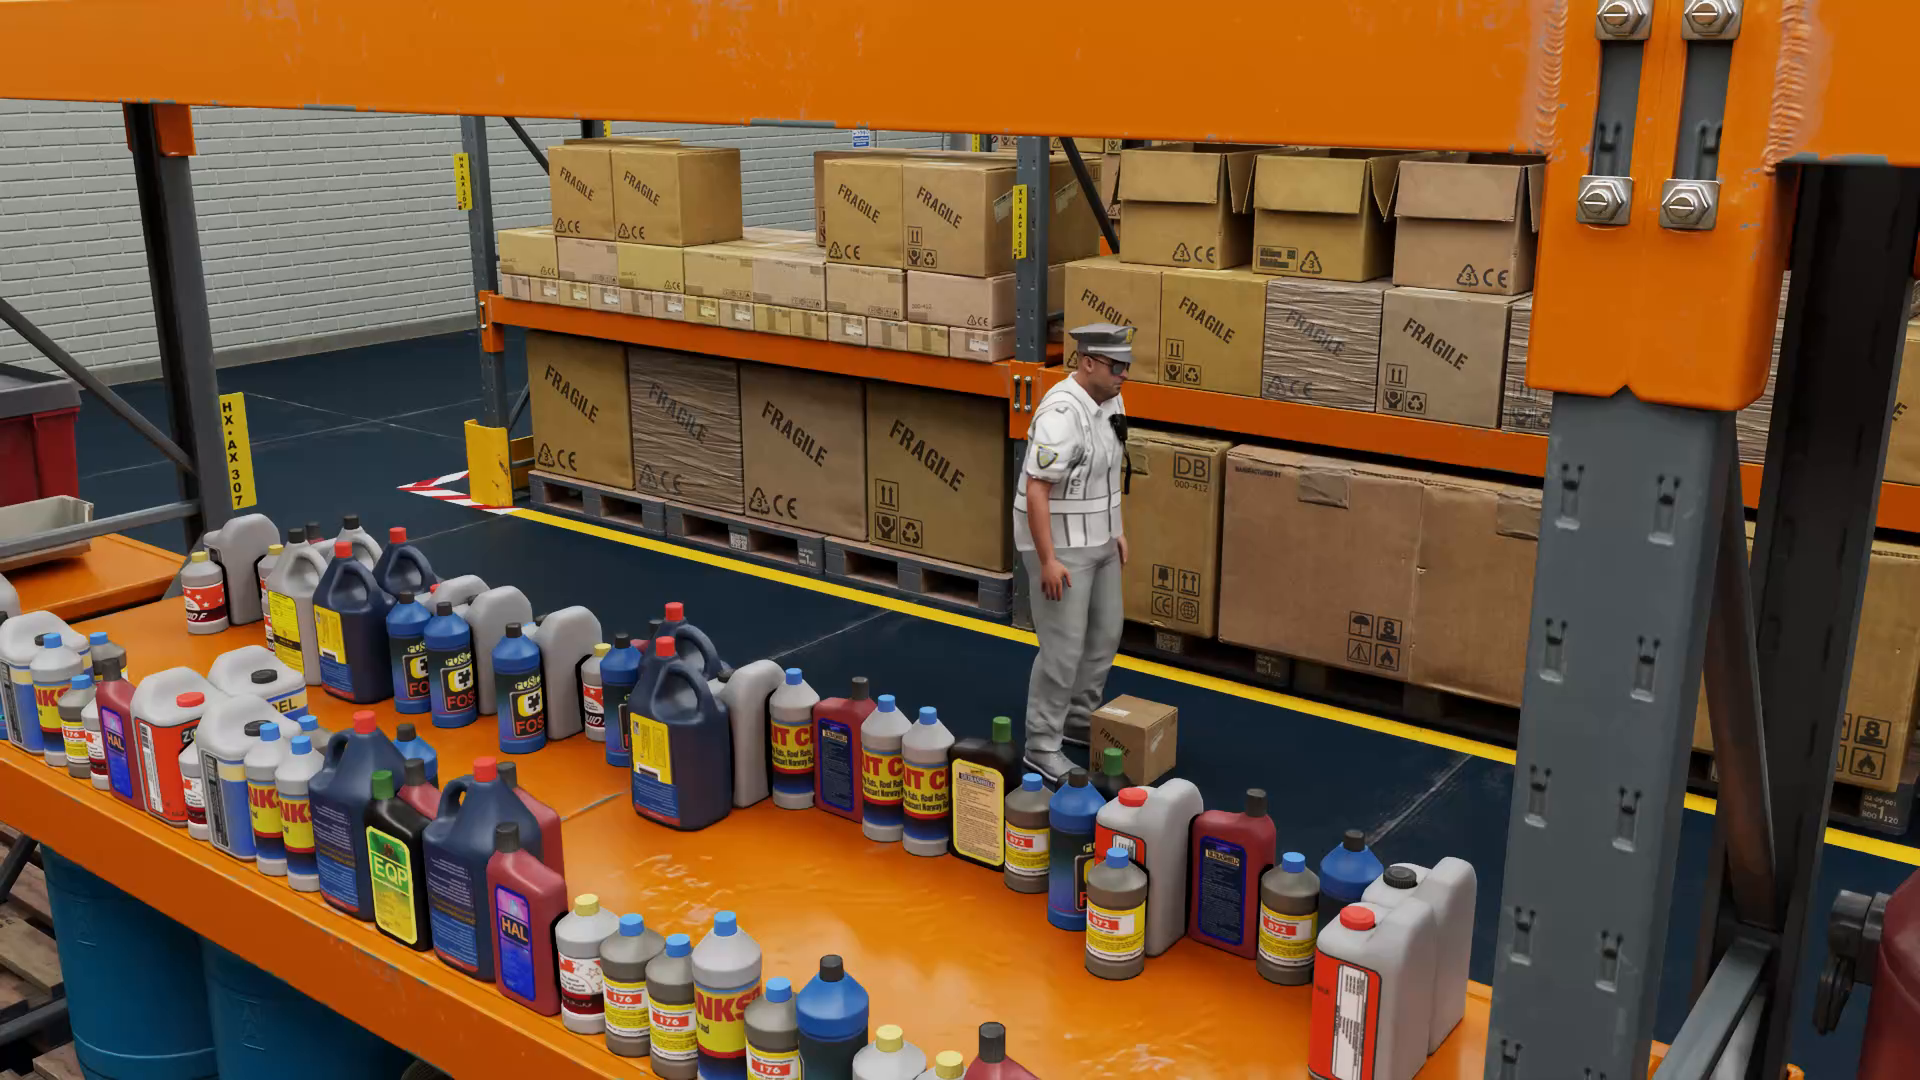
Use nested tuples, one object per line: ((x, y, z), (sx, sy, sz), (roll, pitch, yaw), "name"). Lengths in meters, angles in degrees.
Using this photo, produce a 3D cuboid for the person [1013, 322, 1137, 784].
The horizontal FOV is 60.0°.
((0.449, 0.023, 6.444), (0.436, 1.748, 0.585), (11, 20, 34), "person")
